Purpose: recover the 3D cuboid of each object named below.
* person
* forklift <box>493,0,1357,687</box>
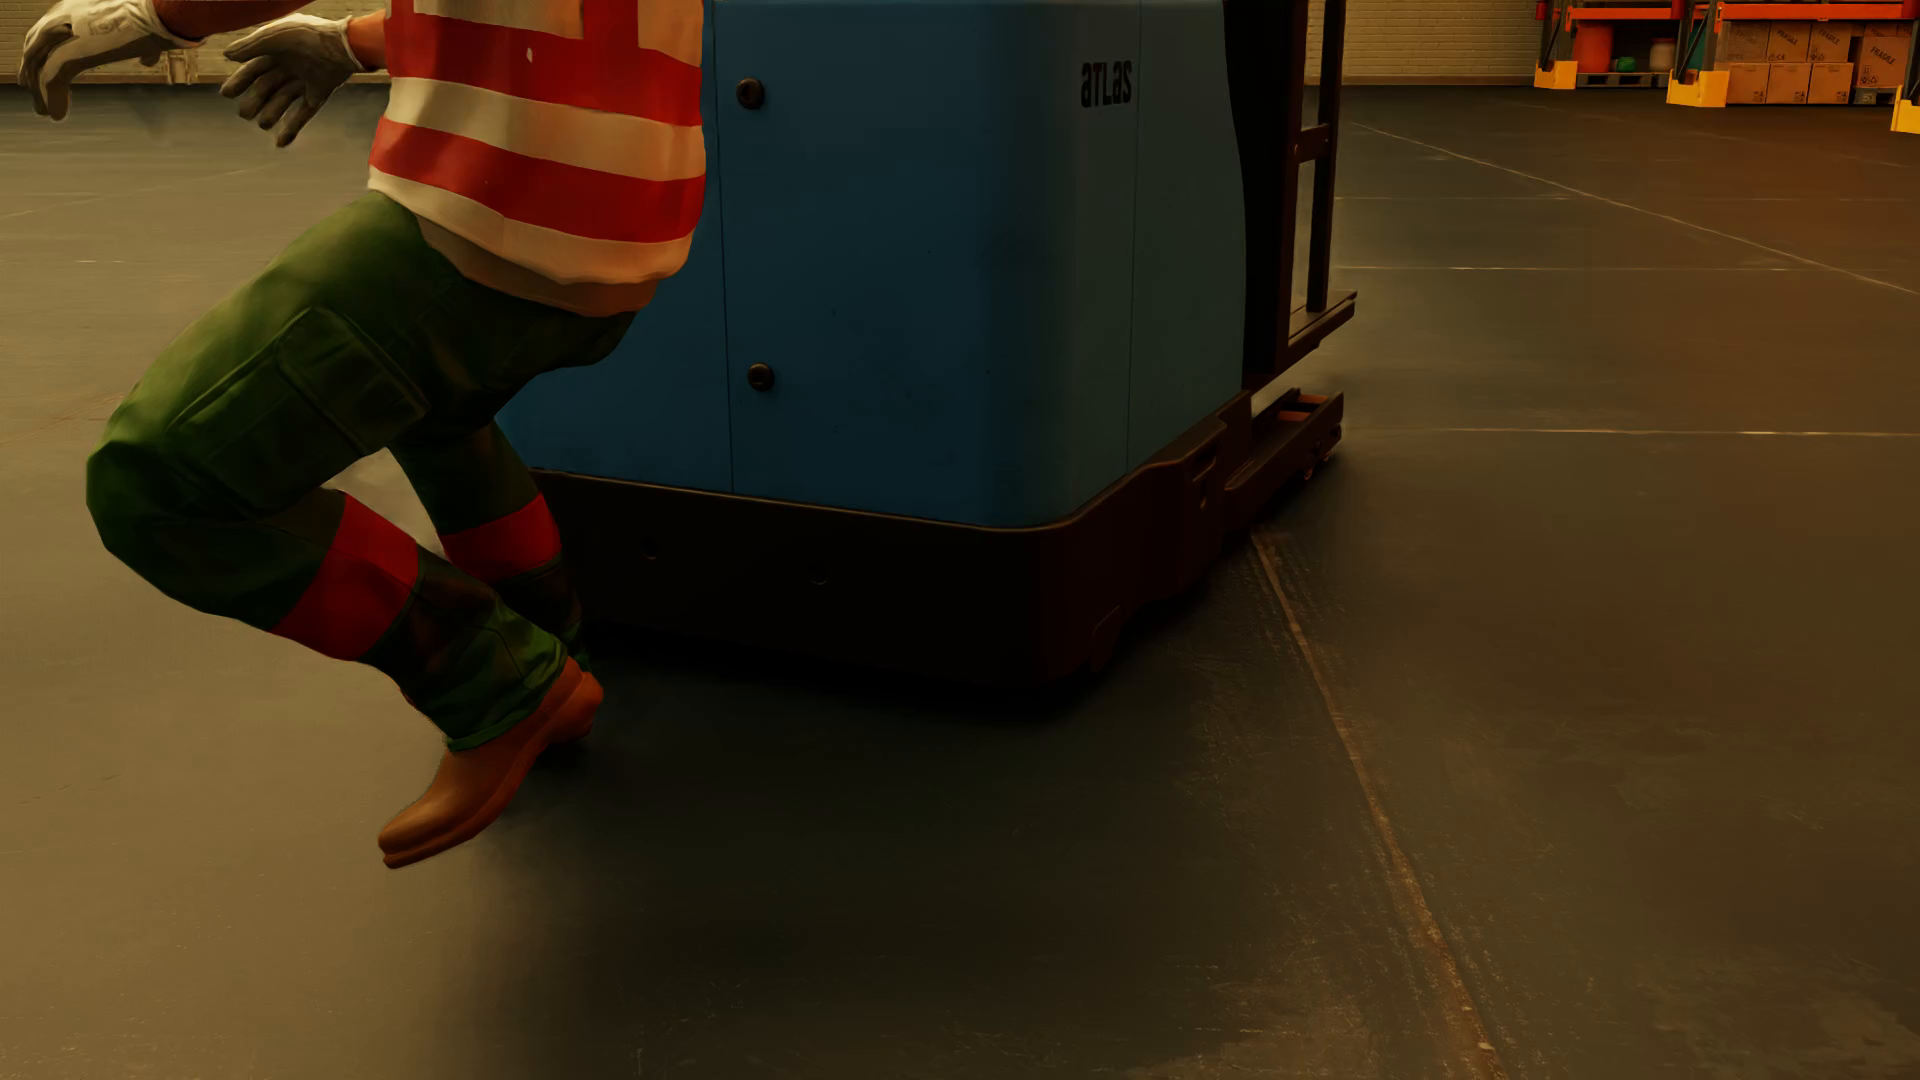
[{"bbox_3d":[-0.628,-0.400,1.849,0.740,1.599,0.803,2,17,6],"label":"person"},{"bbox_3d":[0.272,-1.578,3.511,1.130,2.935,3.031,8,19,23],"label":"forklift"}]
